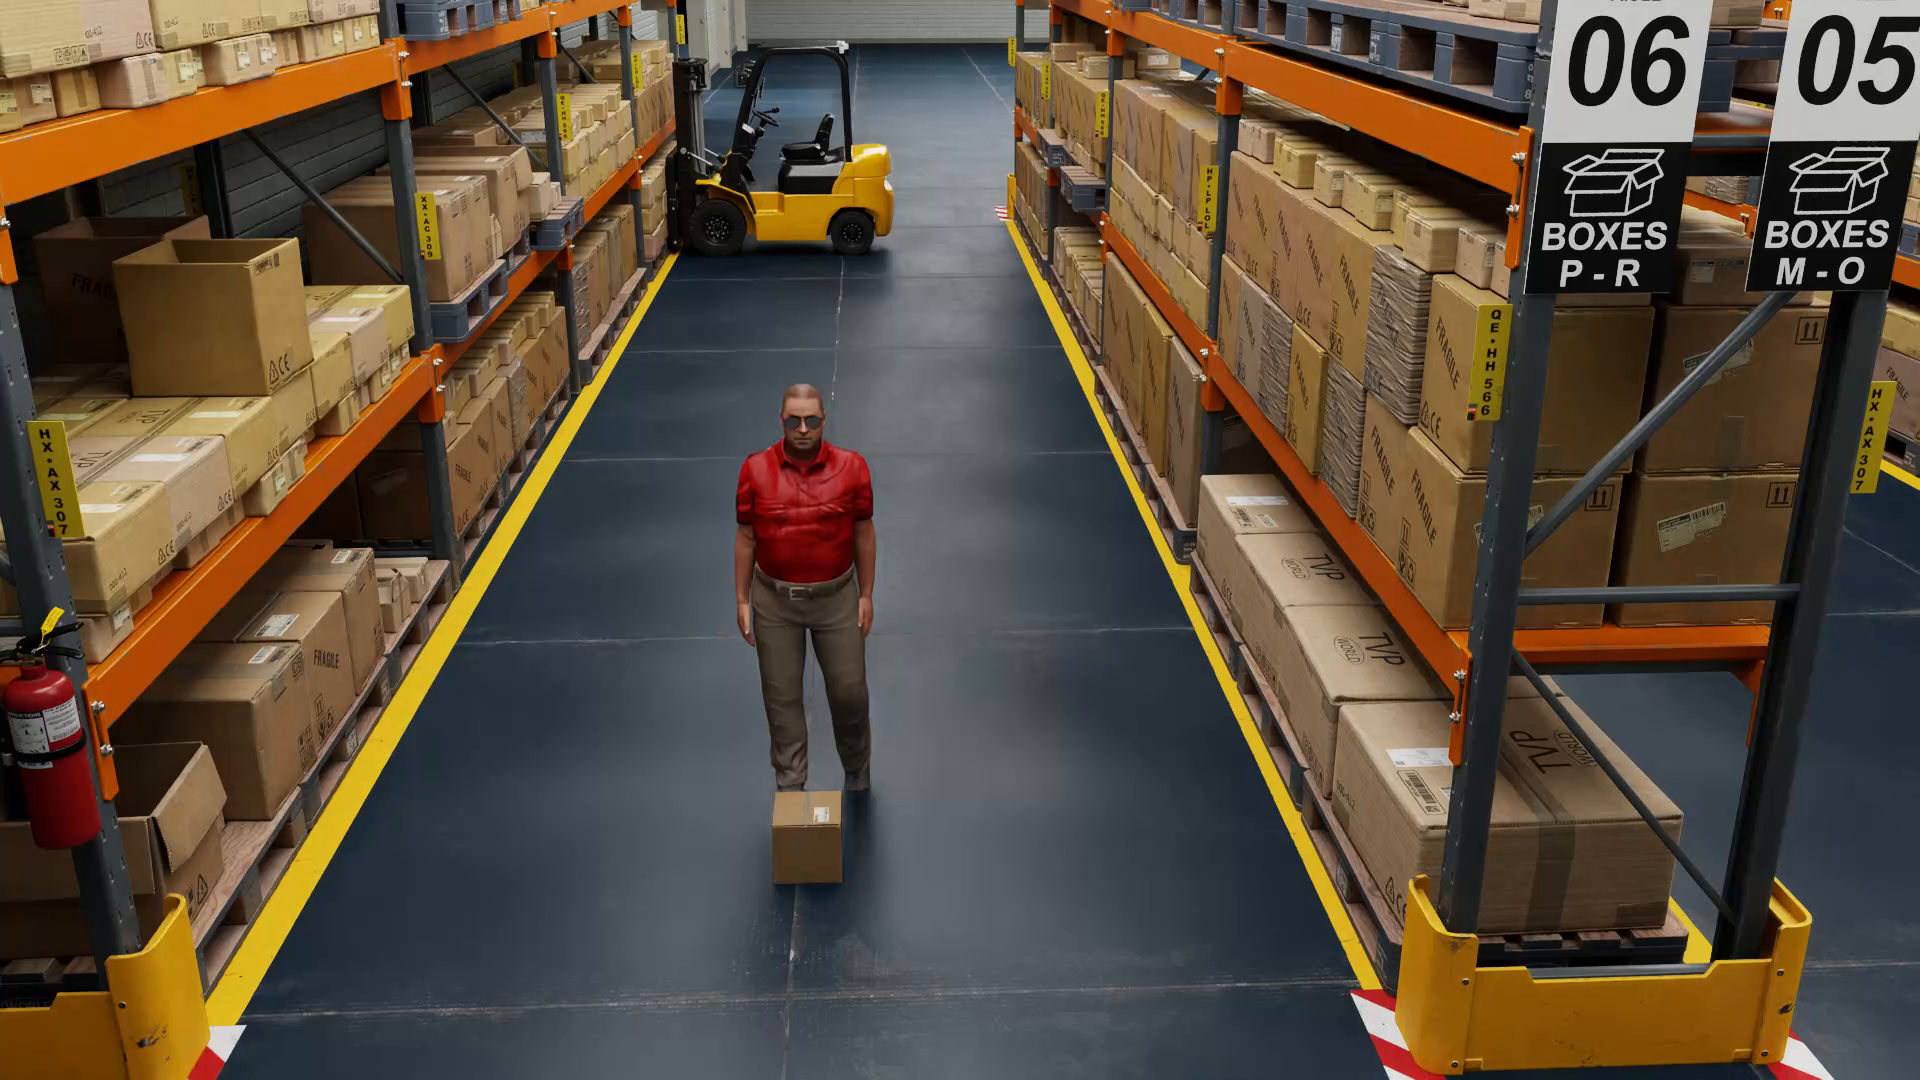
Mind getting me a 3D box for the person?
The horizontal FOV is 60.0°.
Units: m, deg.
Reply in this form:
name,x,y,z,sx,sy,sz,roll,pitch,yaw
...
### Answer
name,x,y,z,sx,sy,sz,roll,pitch,yaw
person,-0.592,0.286,6.439,0.546,1.806,0.481,-1,20,-3
